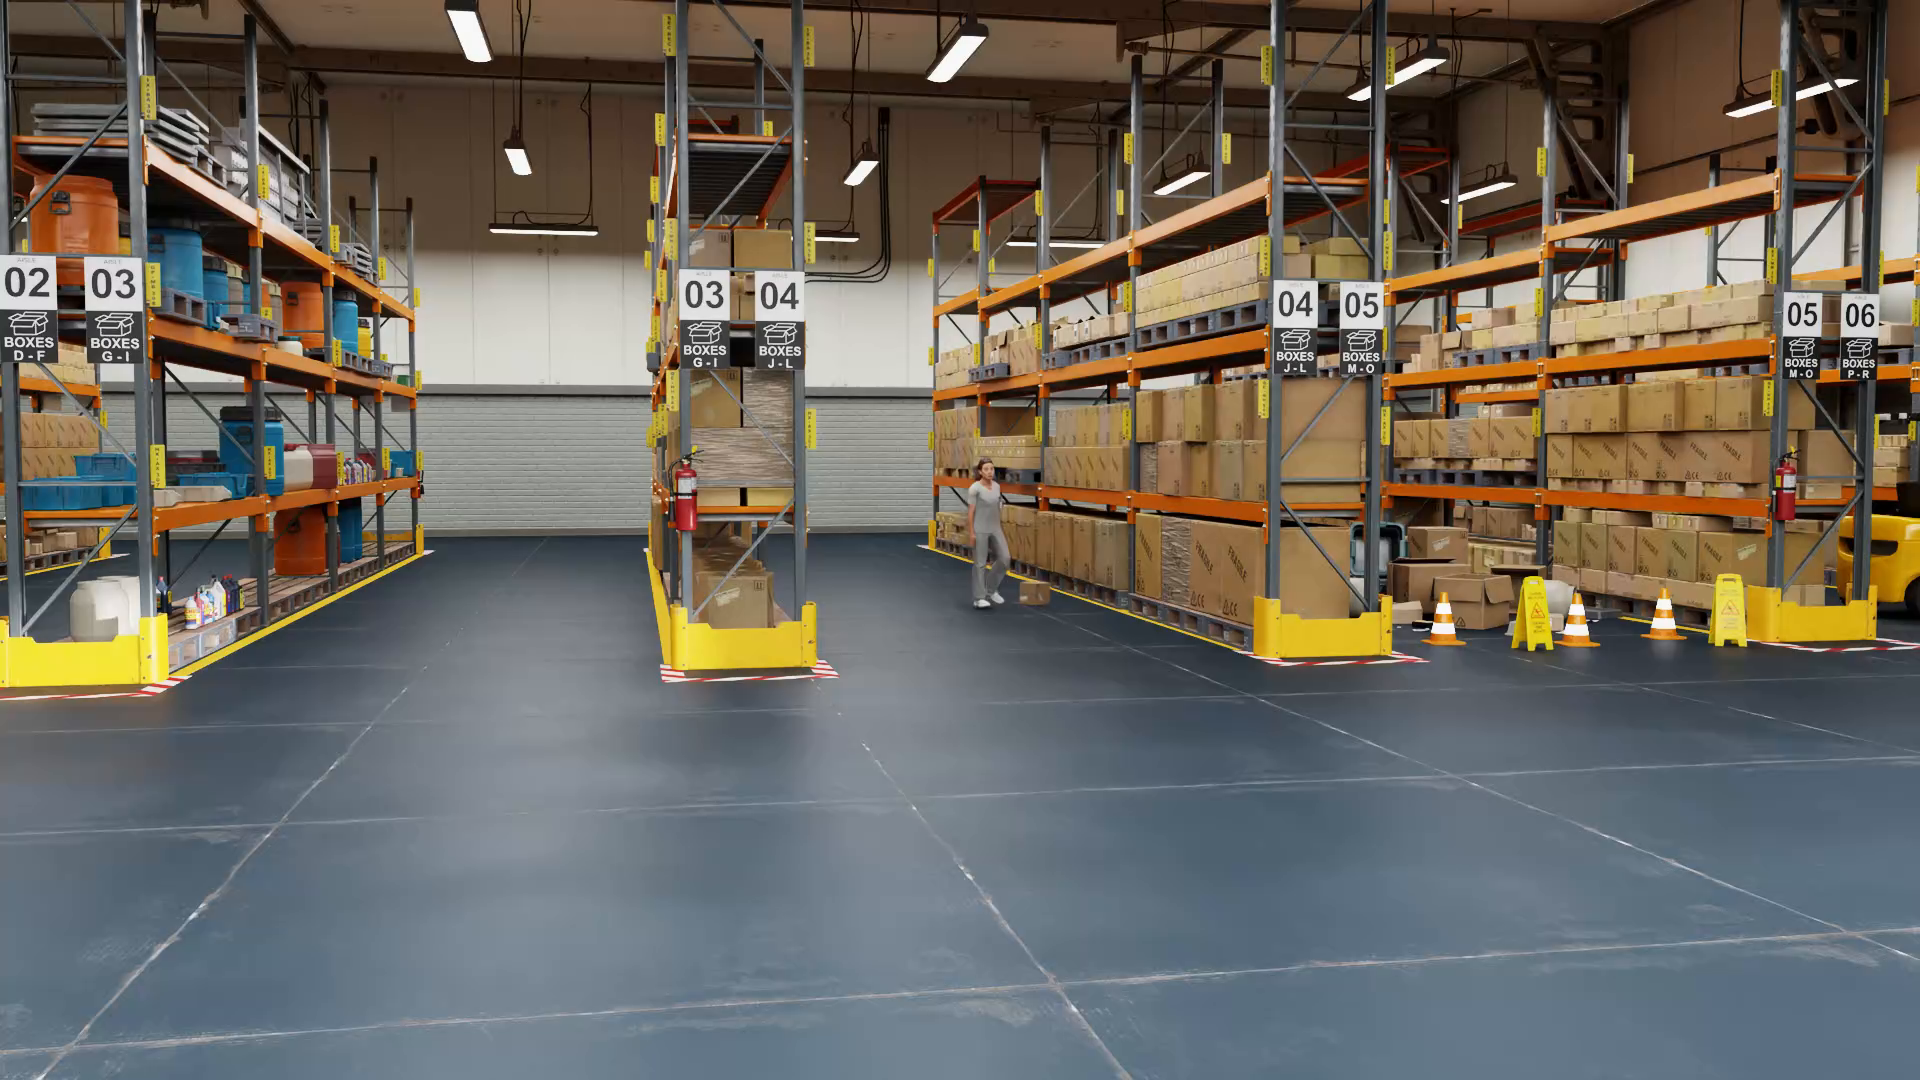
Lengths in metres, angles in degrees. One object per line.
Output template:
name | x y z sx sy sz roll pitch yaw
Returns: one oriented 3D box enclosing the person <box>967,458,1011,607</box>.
person | 0.283 -0.082 18.415 0.493 1.657 0.479 -2 4 -31
